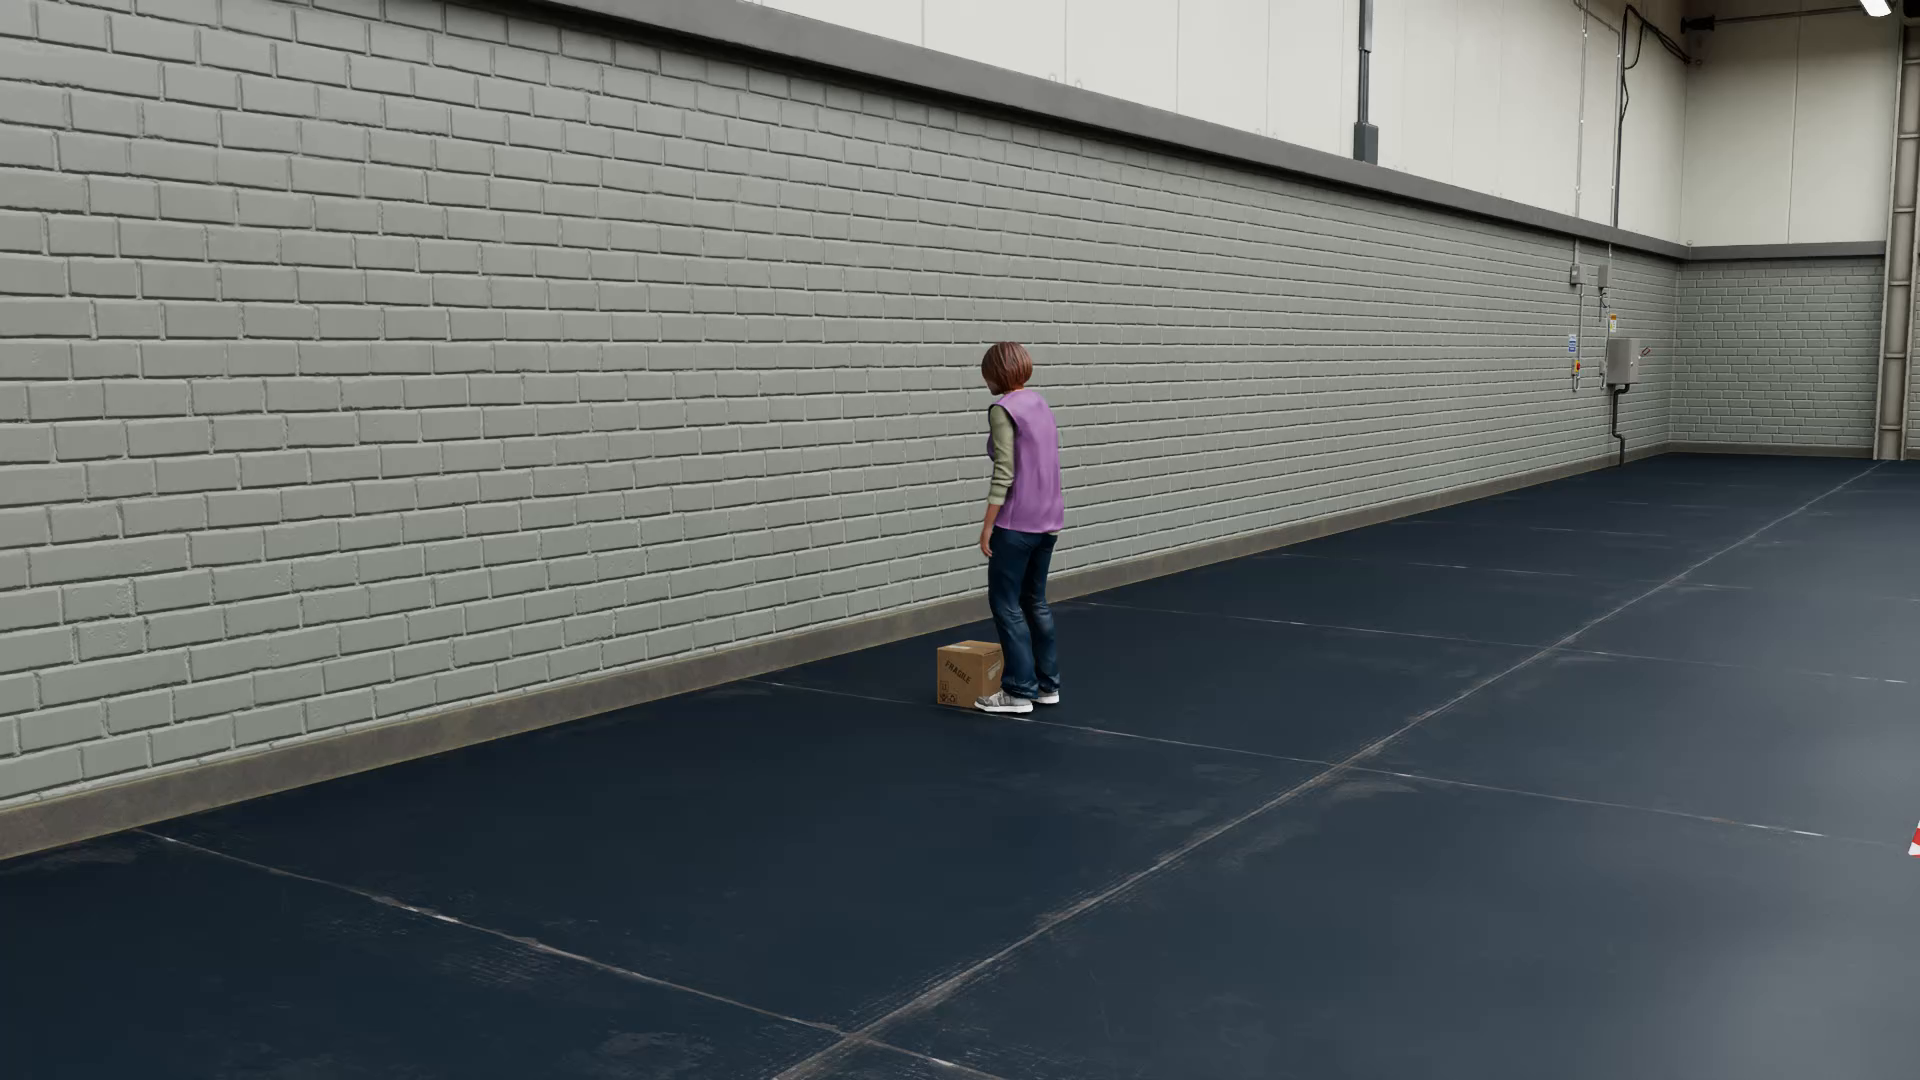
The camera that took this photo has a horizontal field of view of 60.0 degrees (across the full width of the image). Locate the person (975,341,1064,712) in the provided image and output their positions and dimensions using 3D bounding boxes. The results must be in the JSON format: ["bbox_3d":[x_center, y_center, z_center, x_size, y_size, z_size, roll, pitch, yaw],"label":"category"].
[{"bbox_3d":[0.262,0.002,7.175,0.342,1.480,0.481,5,8,34],"label":"person"}]
